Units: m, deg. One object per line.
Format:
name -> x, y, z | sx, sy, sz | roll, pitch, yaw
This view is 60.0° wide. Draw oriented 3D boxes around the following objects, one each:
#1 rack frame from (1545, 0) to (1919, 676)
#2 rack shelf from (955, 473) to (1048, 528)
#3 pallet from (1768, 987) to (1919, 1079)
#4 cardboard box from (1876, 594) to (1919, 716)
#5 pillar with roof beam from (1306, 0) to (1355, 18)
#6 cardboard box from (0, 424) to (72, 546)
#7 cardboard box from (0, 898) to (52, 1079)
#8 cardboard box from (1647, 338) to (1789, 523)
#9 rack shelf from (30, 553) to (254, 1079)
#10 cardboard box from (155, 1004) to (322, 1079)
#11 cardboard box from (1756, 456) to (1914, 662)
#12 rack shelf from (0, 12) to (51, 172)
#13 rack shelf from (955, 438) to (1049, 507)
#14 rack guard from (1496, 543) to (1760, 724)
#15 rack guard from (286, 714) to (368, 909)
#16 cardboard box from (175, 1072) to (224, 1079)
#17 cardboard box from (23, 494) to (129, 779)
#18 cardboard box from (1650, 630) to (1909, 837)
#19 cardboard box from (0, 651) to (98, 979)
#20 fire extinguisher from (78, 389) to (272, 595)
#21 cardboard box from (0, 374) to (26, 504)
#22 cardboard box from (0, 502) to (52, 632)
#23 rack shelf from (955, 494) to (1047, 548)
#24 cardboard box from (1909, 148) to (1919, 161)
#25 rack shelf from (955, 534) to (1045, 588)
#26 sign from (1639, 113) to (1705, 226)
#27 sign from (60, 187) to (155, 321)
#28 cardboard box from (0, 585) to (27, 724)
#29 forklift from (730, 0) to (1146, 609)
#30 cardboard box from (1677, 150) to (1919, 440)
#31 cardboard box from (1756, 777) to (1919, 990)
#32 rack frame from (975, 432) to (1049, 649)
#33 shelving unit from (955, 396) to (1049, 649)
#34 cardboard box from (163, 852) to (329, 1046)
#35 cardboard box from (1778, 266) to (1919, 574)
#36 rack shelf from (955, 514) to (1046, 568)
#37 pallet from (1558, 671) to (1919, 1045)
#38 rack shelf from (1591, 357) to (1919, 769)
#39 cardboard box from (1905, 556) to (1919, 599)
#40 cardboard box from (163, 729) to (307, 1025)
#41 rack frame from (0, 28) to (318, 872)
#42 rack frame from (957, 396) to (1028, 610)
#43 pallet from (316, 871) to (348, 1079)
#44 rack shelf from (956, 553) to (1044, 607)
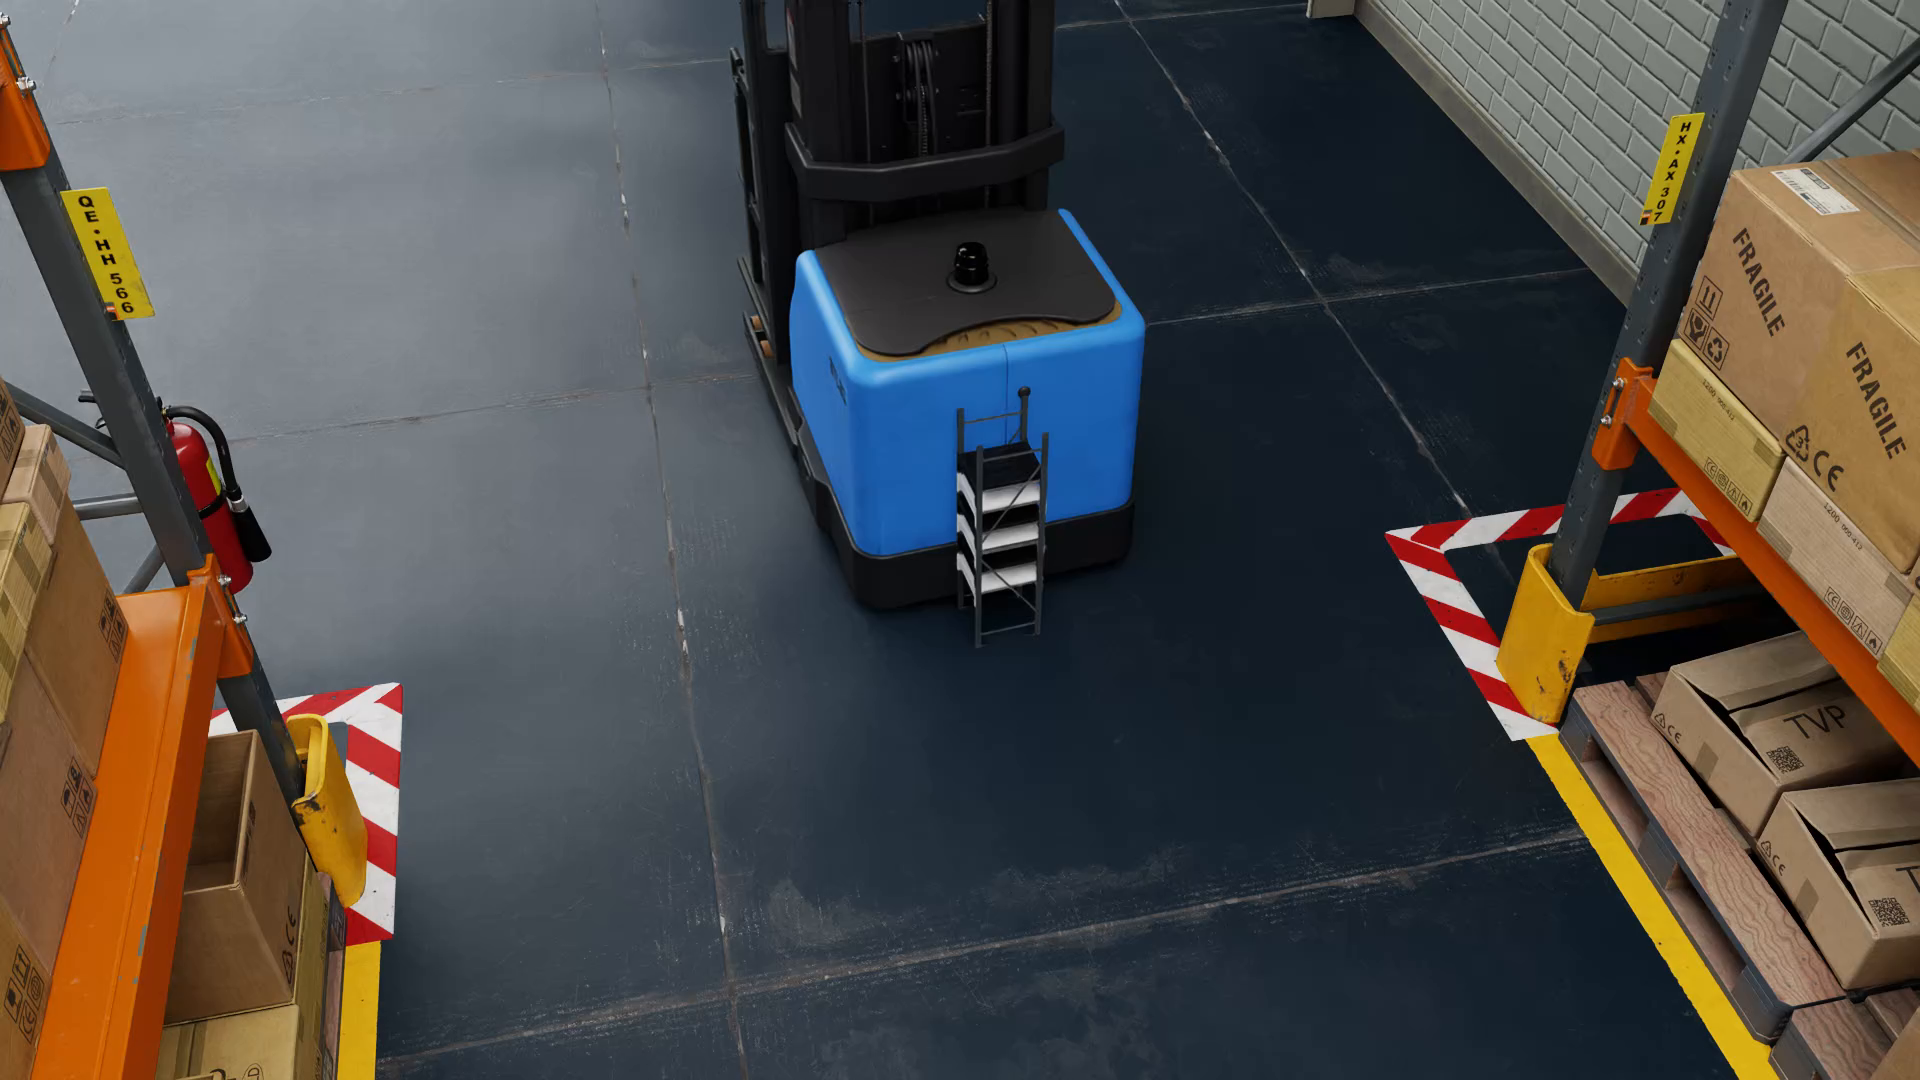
rack frame -> 2.437, -0.744, 4.828 | 1.000, 3.000, 0.127 | -8, 42, -9
rack shelf -> 0.137, -0.155, 5.526 | 0.258, 0.077, 0.200 | -12, 43, -13
pallet -> 2.854, 1.669, 4.211 | 1.003, 0.211, 1.213 | -8, 42, -9
cardboard box -> 2.463, 0.332, 3.714 | 0.500, 0.250, 0.500 | -9, 42, -10
pillar with roof beam -> -2.066, -5.930, 6.152 | 9.100, 9.000, 0.400 | -8, 42, -9
cardboard box -> -2.130, -0.091, 3.529 | 0.380, 0.149, 0.250 | -9, 42, -10
cardboard box -> -2.091, 0.898, 2.904 | 0.700, 0.500, 0.500 | -8, 42, -9
cardboard box -> 2.232, -0.333, 4.464 | 0.500, 0.250, 0.500 | -9, 42, -11
rack shelf -> -1.967, 1.534, 2.804 | 1.077, 0.370, 4.000 | -8, 42, -9
cardboard box -> -1.875, 1.467, 4.092 | 0.500, 0.250, 0.500 | -8, 42, -9
cardboard box -> 2.358, 0.001, 4.087 | 0.500, 0.250, 0.500 | -10, 42, -11
rack shelf -> -1.967, 0.412, 1.809 | 1.077, 0.370, 4.000 | -8, 42, -9
rack shelf -> 0.137, -0.222, 5.466 | 0.258, 0.077, 0.200 | -12, 43, -13
rack guard -> 2.454, 0.240, 5.603 | 1.175, 0.500, 0.348 | -8, 42, -9
rack guard -> -2.404, 0.888, 4.873 | 1.175, 0.500, 0.348 | -8, 42, -9
cardboard box -> -1.762, 1.510, 3.479 | 0.500, 0.500, 0.500 | -8, 42, -9
cardboard box -> -2.311, 0.235, 3.650 | 0.700, 0.500, 0.500 | -8, 42, -9
cardboard box -> 2.499, 0.559, 5.055 | 0.500, 0.311, 0.500 | -13, 43, -14
cardboard box -> -2.193, 0.575, 3.267 | 0.700, 0.500, 0.500 | -7, 42, -8
fire extinguisher -> -1.971, -0.146, 4.213 | 0.296, 0.674, 0.183 | -8, 42, -9
cardboard box -> -2.299, -0.215, 3.181 | 0.700, 0.500, 0.500 | -8, 42, -9
cardboard box -> -2.073, 0.078, 3.338 | 0.380, 0.149, 0.250 | -7, 42, -8
rack shelf -> 0.137, -0.088, 5.585 | 0.258, 0.077, 0.200 | -12, 43, -13
cardboard box -> 2.746, -0.701, 4.313 | 0.500, 0.500, 0.500 | -9, 42, -10
rack shelf -> 0.137, 0.047, 5.705 | 0.258, 0.077, 0.200 | -12, 43, -13
sign -> 1.907, -0.990, 4.453 | 0.100, 0.325, 0.005 | -8, 42, -9
sign -> -1.866, -0.622, 3.641 | 0.100, 0.325, 0.005 | -8, 42, -9
cardboard box -> -2.017, 0.244, 3.152 | 0.380, 0.149, 0.250 | -9, 42, -10
forklift -> -0.292, -1.845, 6.120 | 1.130, 2.935, 3.031 | -12, 43, -13
cardboard box -> 2.247, -0.623, 4.226 | 0.500, 0.500, 0.500 | -8, 42, -9
cardboard box -> 2.622, 0.928, 4.639 | 0.500, 0.311, 0.500 | -5, 42, -6
rack frame -> 0.167, 0.019, 5.550 | 0.240, 0.900, 0.006 | -12, 43, -13
shelving unit -> 0.137, -0.045, 5.623 | 0.258, 0.900, 0.210 | -12, 43, -13
cardboard box -> -1.995, 1.145, 4.456 | 0.500, 0.250, 0.500 | -8, 42, -9
cardboard box -> 2.344, -0.301, 3.863 | 0.500, 0.500, 0.500 | -8, 42, -9
rack shelf -> 0.137, -0.020, 5.645 | 0.258, 0.077, 0.200 | -12, 43, -13
pallet -> 2.594, 0.880, 5.100 | 1.003, 0.211, 1.213 | -8, 42, -9
rack shelf -> 2.869, 0.822, 3.607 | 1.077, 0.370, 4.000 | -8, 42, -9
cardboard box -> 2.449, 0.034, 3.485 | 0.500, 0.500, 0.500 | -10, 42, -11
cardboard box -> -1.993, 0.864, 4.207 | 0.500, 0.500, 0.500 | -8, 42, -9
rack frame -> -2.399, -0.032, 4.026 | 1.000, 3.000, 0.127 | -8, 42, -9
rack frame -> 0.107, -0.110, 5.696 | 0.240, 0.900, 0.006 | -12, 43, -13
pallet -> -2.193, 1.501, 4.400 | 1.003, 0.211, 1.213 | -8, 42, -9
rack shelf -> 0.137, 0.114, 5.765 | 0.258, 0.077, 0.200 | -12, 43, -13
